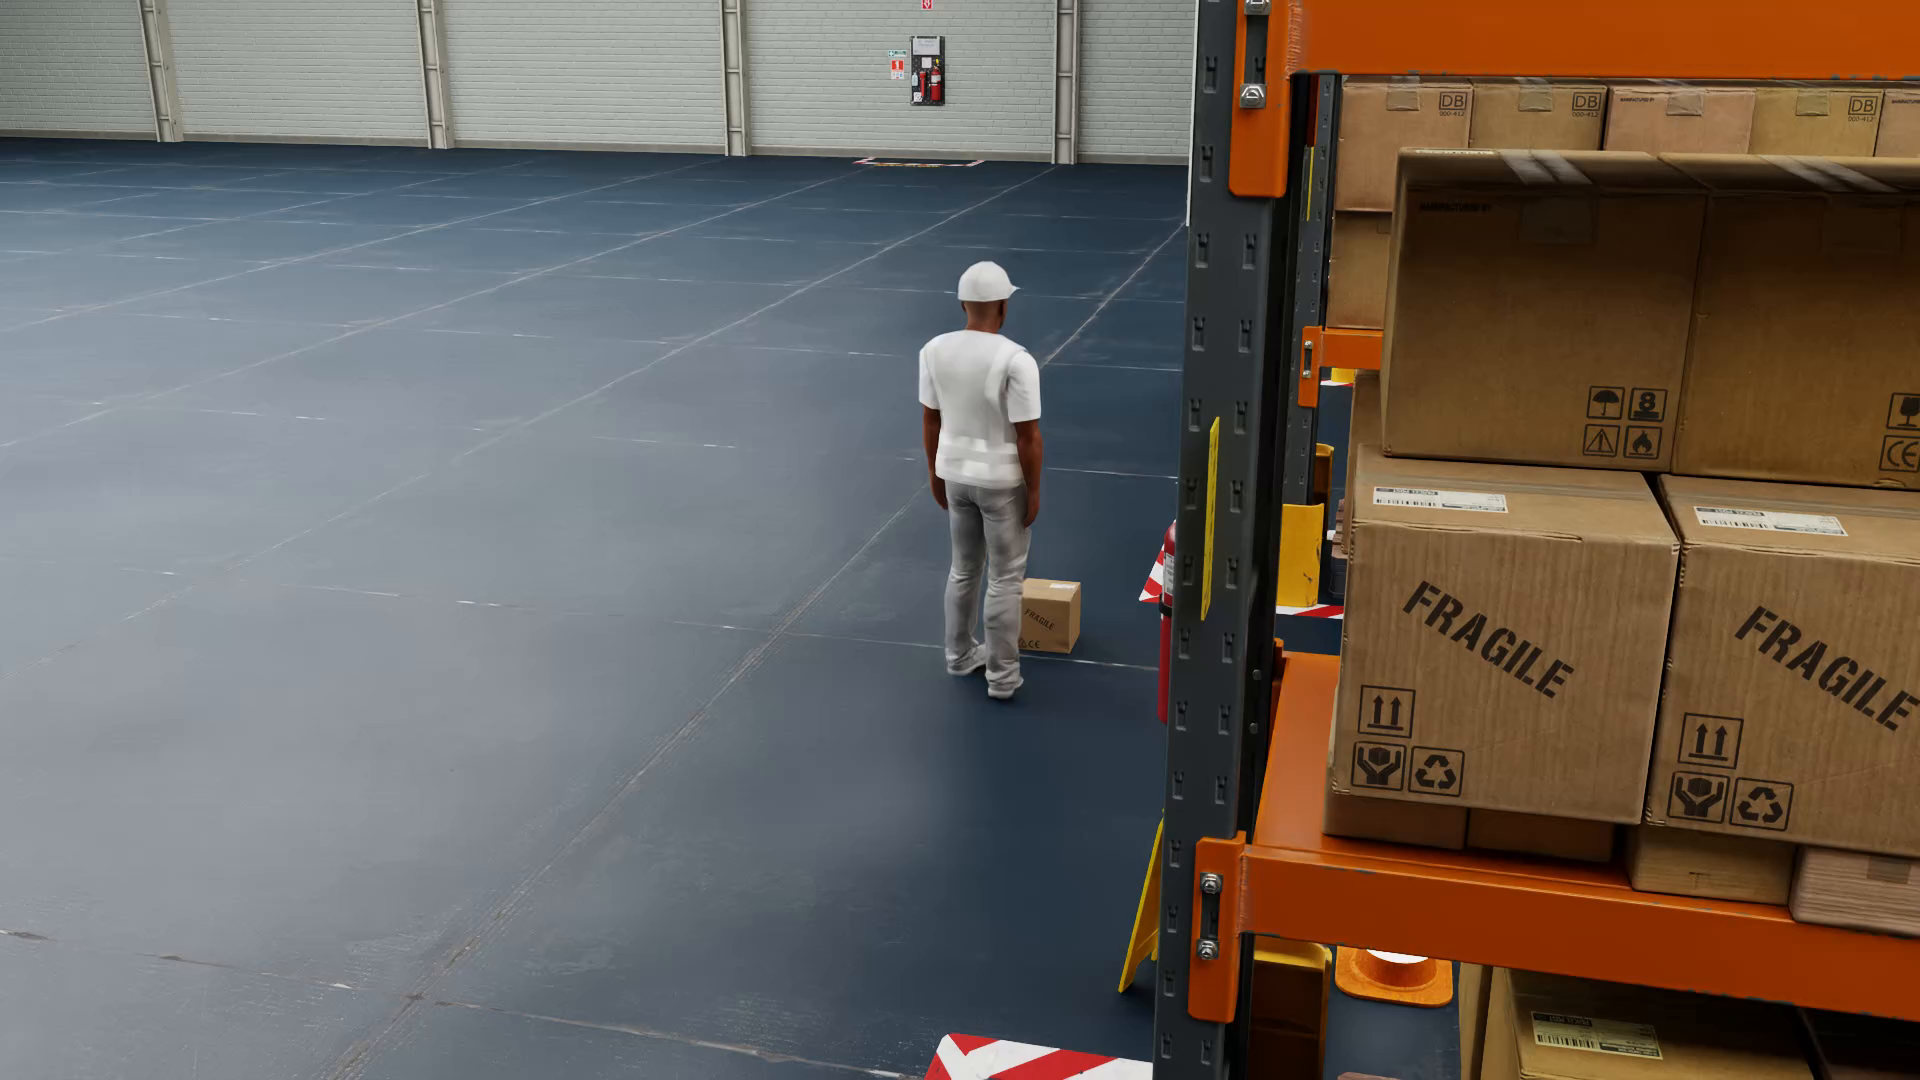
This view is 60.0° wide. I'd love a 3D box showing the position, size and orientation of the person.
[{"bbox_3d":[0.115,-0.251,6.809,0.568,1.777,0.426,12,22,33],"label":"person"}]
